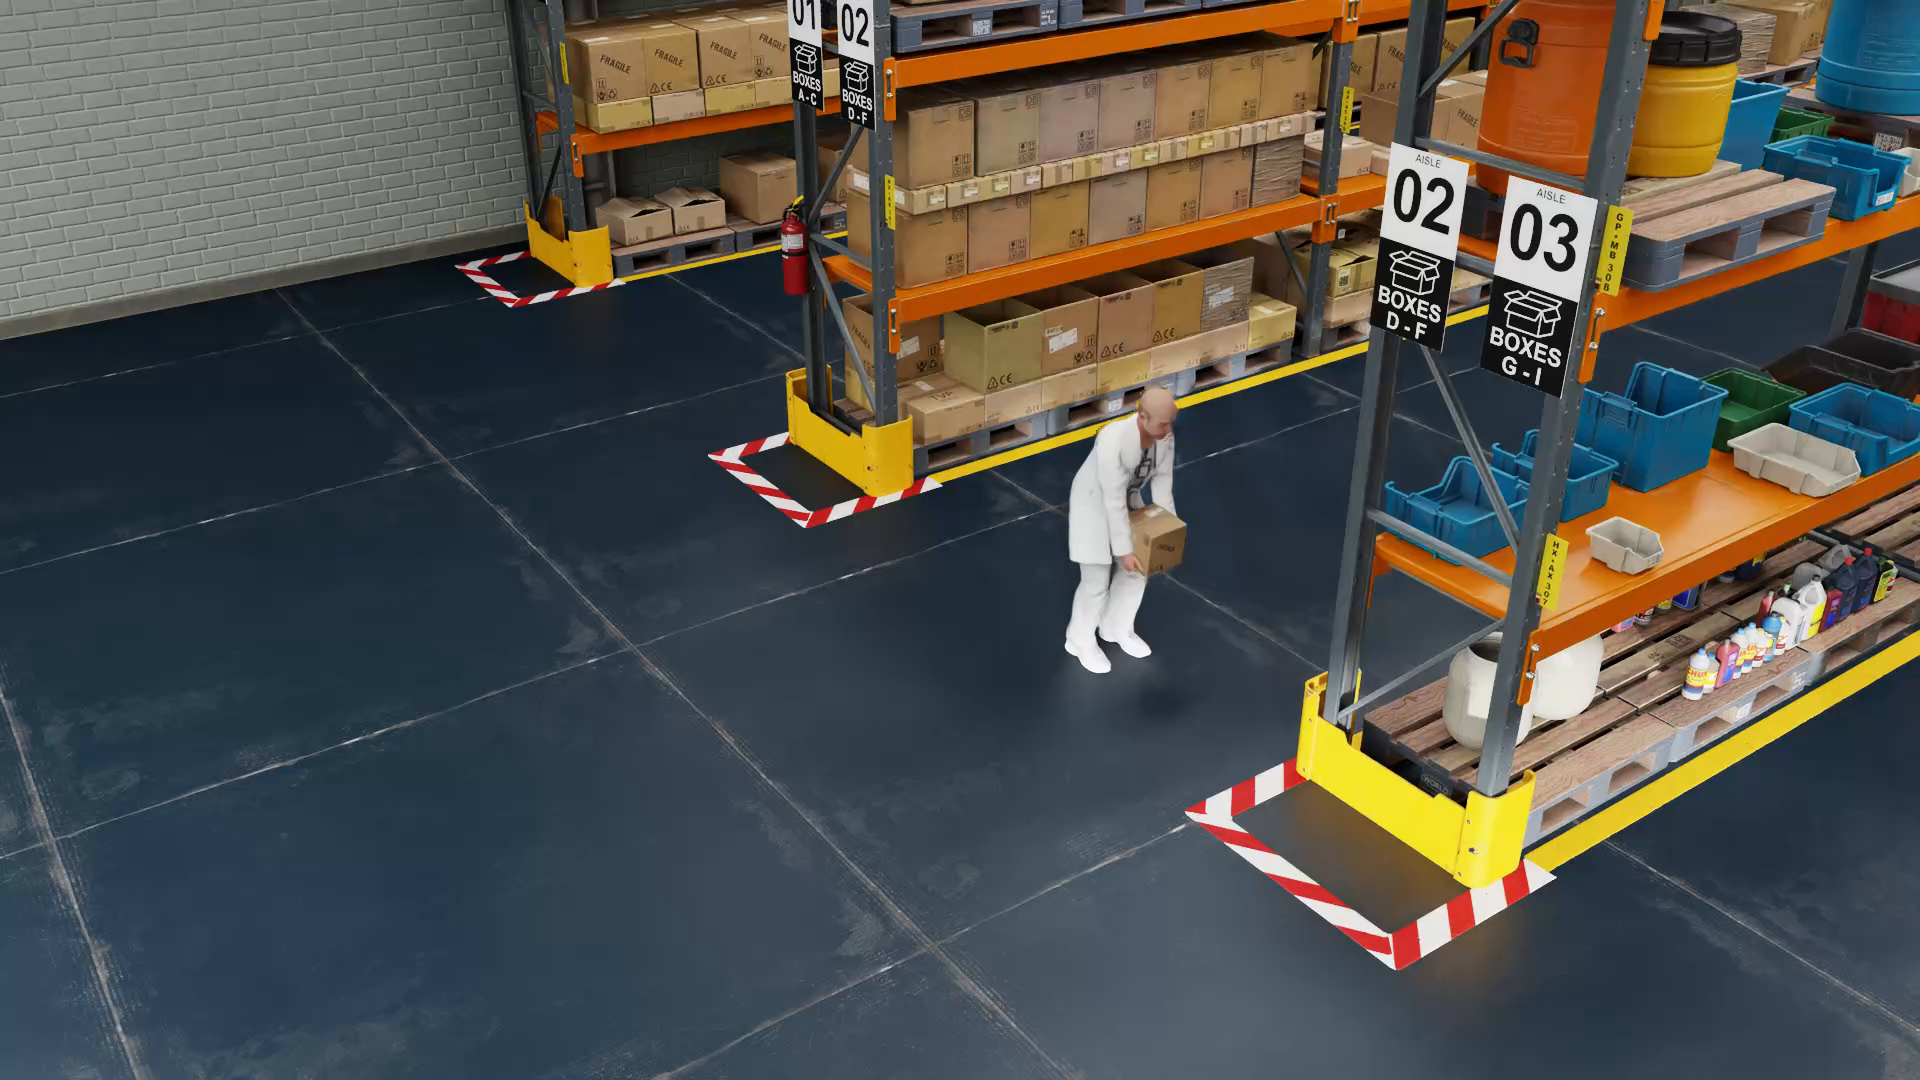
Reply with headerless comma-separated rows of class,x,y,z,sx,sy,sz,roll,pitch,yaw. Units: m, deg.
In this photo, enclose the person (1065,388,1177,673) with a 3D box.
person,0.872,-0.071,8.873,0.544,1.689,0.634,-19,34,-32
